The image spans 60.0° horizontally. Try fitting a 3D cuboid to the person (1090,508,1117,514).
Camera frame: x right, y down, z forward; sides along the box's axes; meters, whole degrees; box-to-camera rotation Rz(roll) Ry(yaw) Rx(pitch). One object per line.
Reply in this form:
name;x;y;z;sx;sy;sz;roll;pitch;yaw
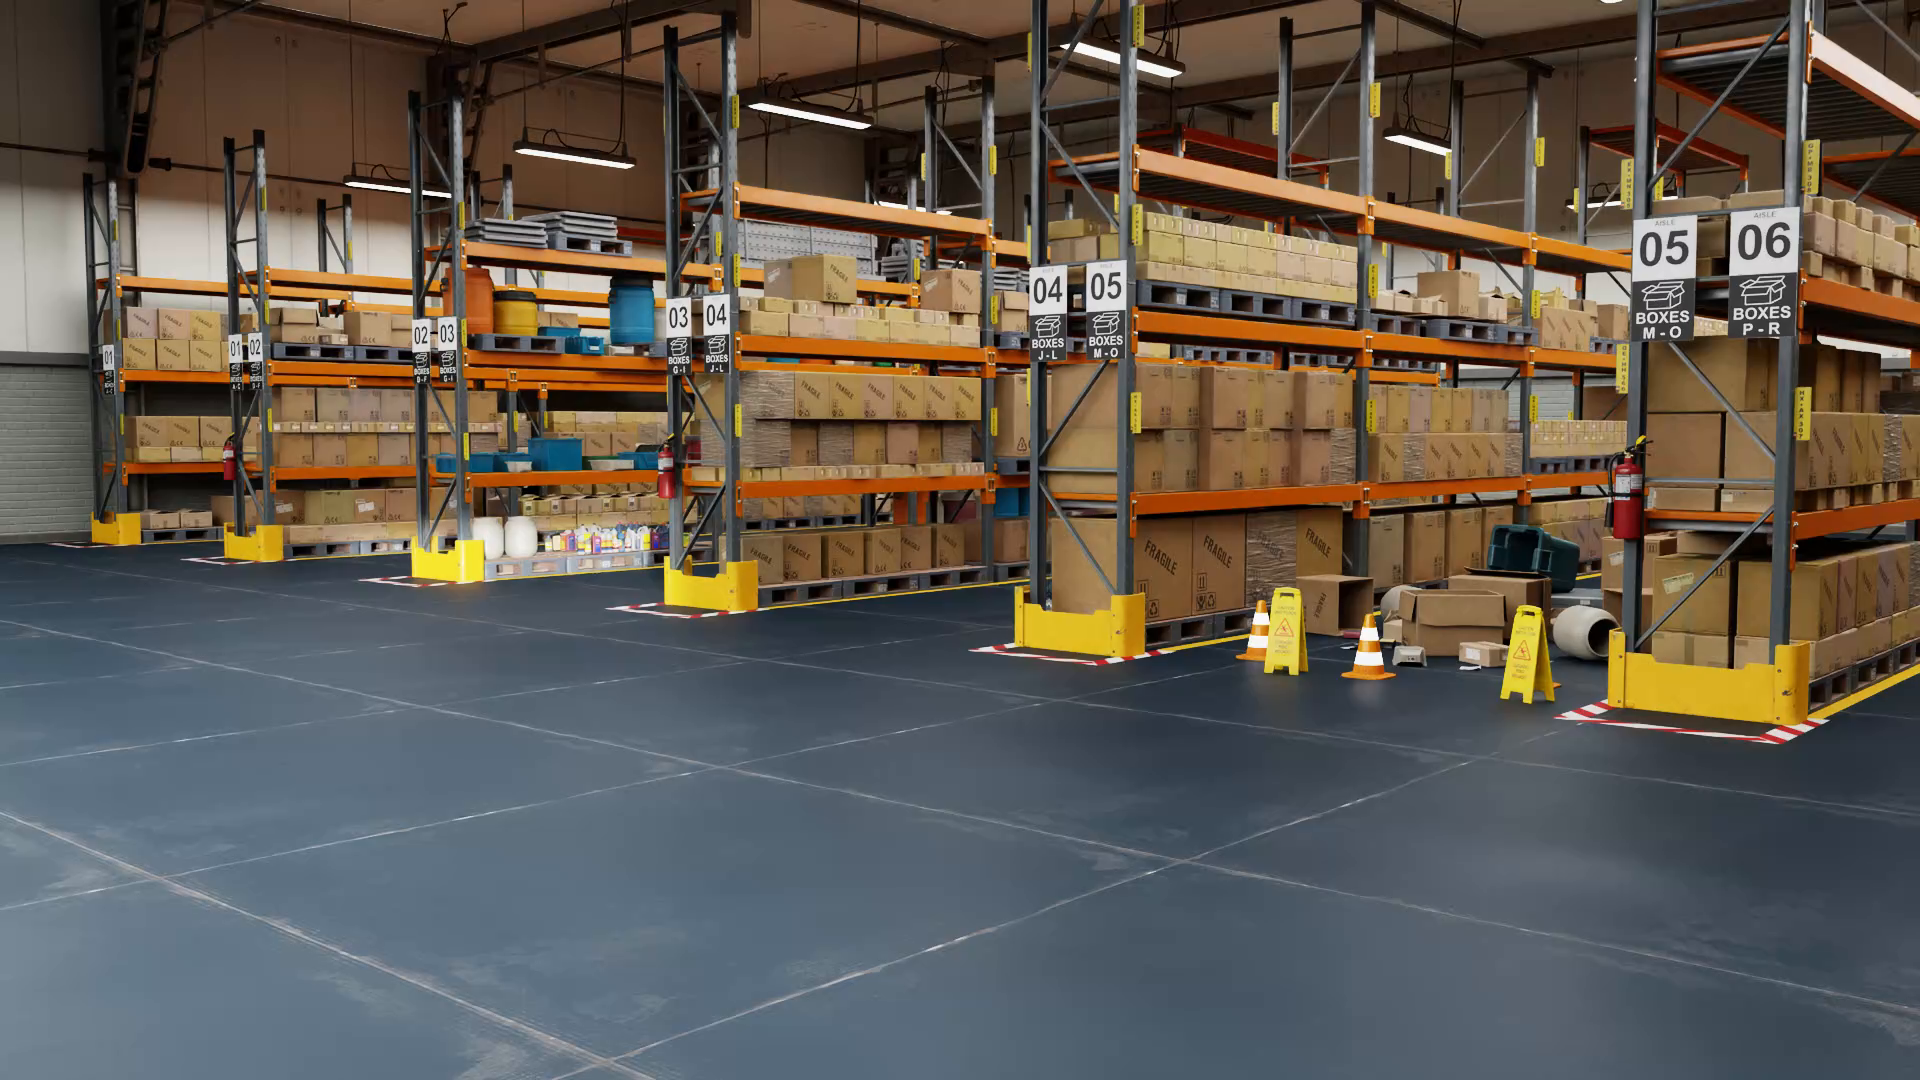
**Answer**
person;1.525;-0.065;16.737;0.356;1.621;0.456;-3;5;-37
